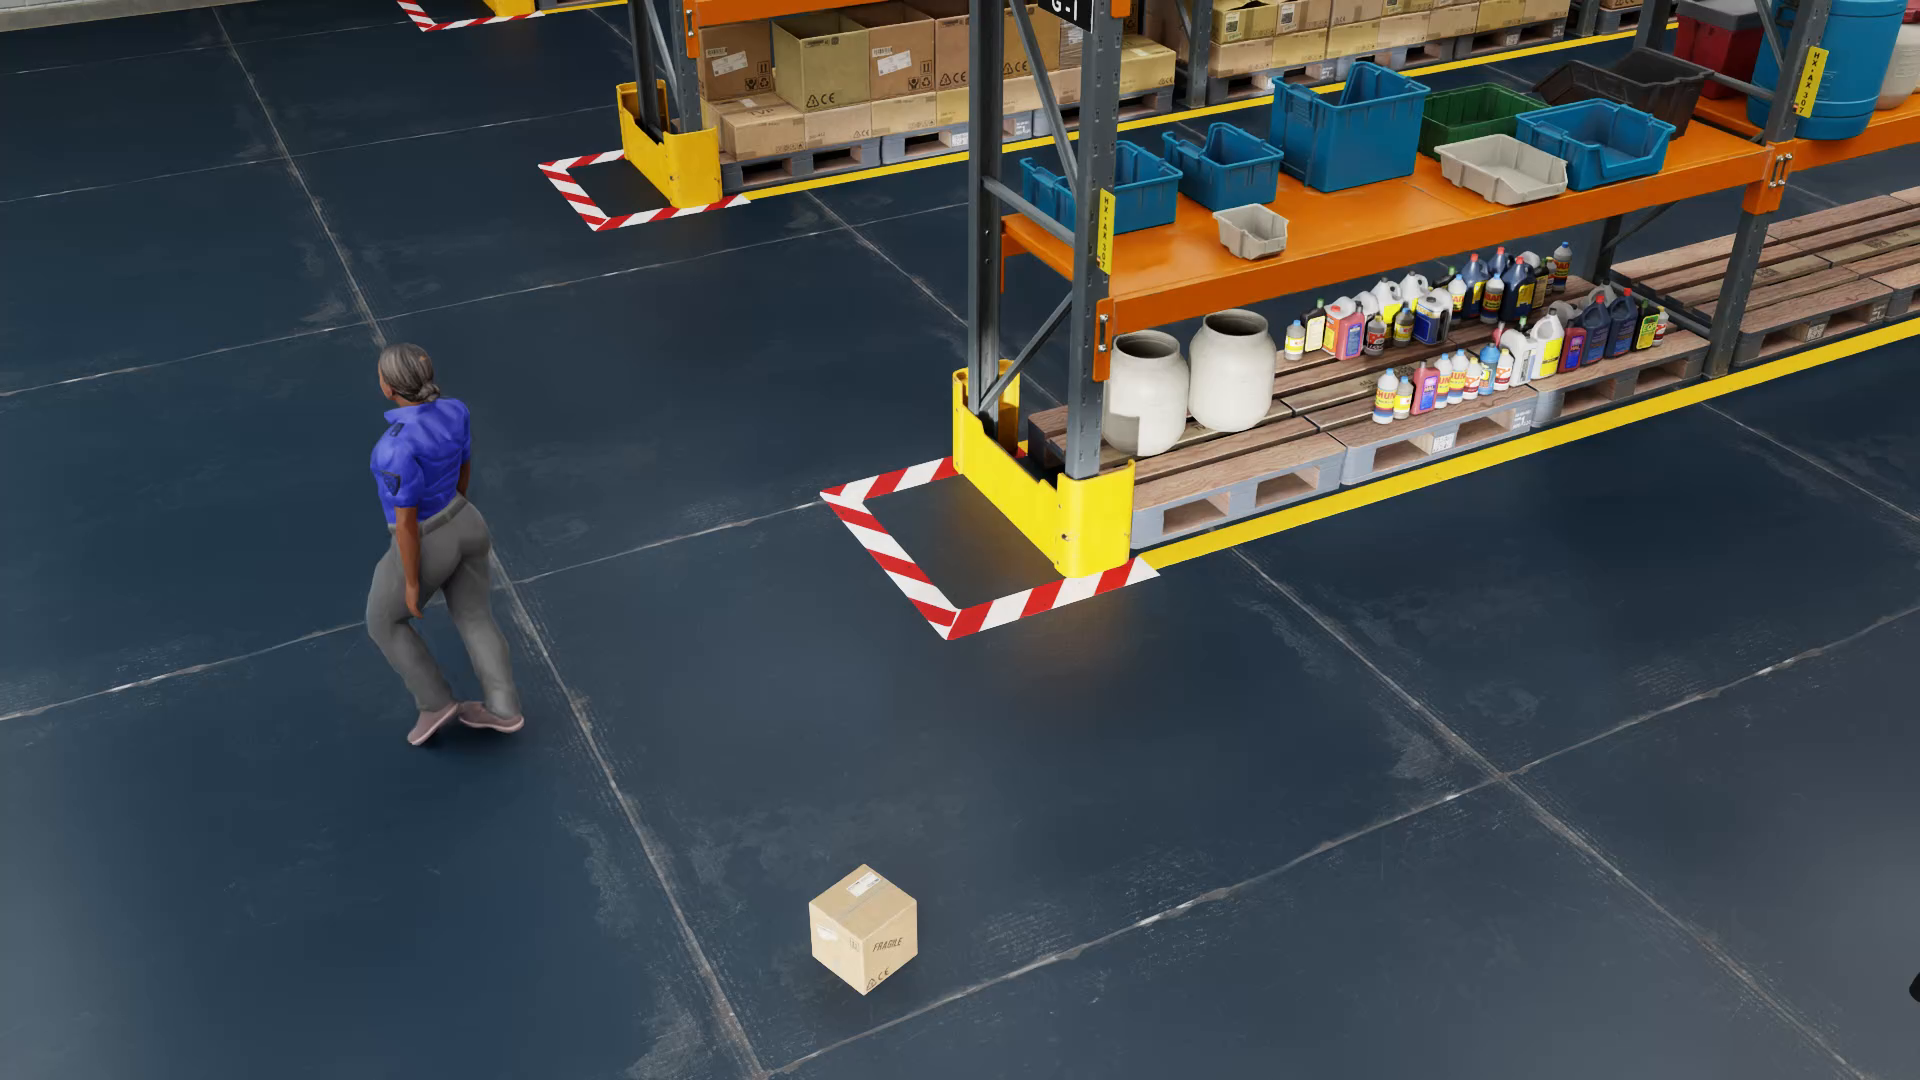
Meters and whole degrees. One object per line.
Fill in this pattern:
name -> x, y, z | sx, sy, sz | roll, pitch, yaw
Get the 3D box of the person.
person -> -1.933, 0.044, 6.090 | 0.495, 1.714, 0.485 | 15, 36, 21
